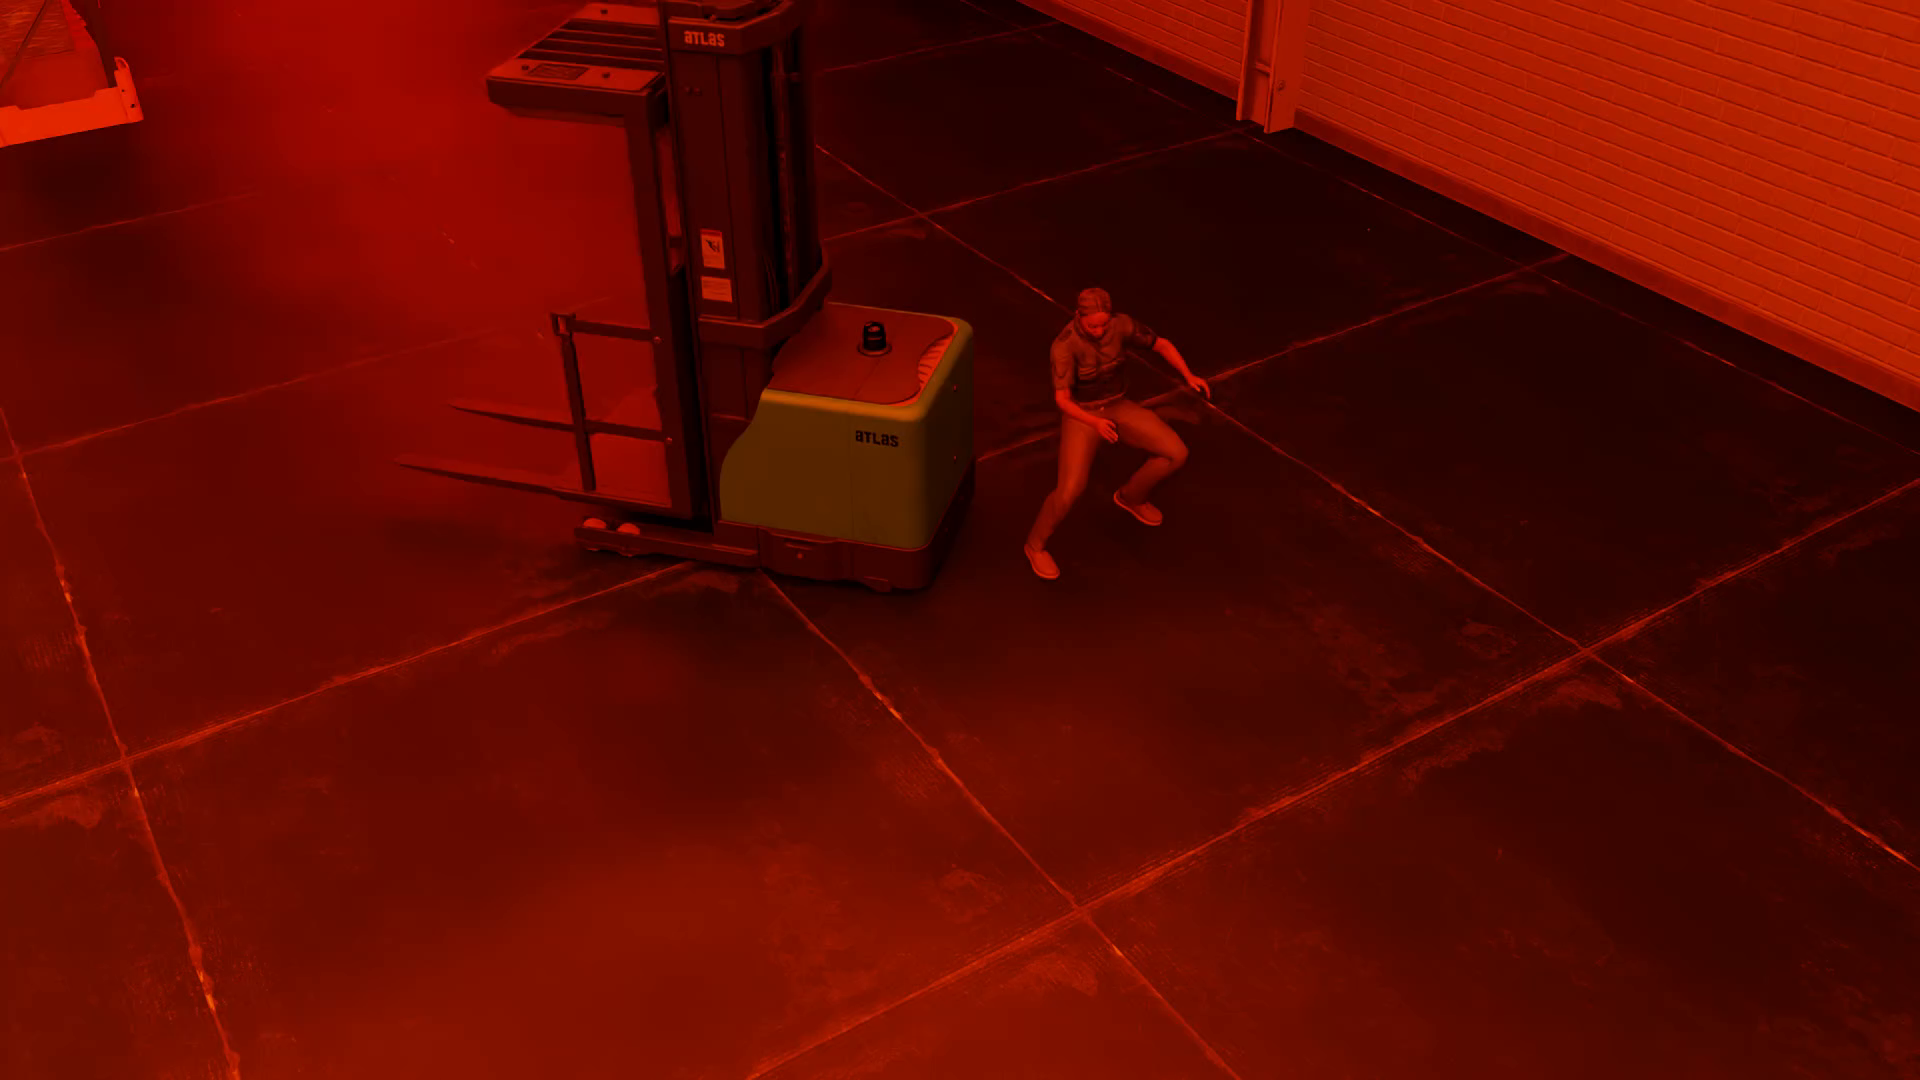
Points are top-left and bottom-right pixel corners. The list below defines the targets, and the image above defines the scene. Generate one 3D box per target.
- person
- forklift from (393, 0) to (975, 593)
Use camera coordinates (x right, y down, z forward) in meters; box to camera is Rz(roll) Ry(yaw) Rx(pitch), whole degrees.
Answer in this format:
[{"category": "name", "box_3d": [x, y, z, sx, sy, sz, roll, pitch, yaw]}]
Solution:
[{"category": "person", "box_3d": [0.754, -0.547, 8.236, 0.873, 1.420, 0.716, -14, 37, -19]}, {"category": "forklift", "box_3d": [-1.493, -1.398, 8.137, 3.031, 2.935, 1.130, 9, 36, 12]}]
